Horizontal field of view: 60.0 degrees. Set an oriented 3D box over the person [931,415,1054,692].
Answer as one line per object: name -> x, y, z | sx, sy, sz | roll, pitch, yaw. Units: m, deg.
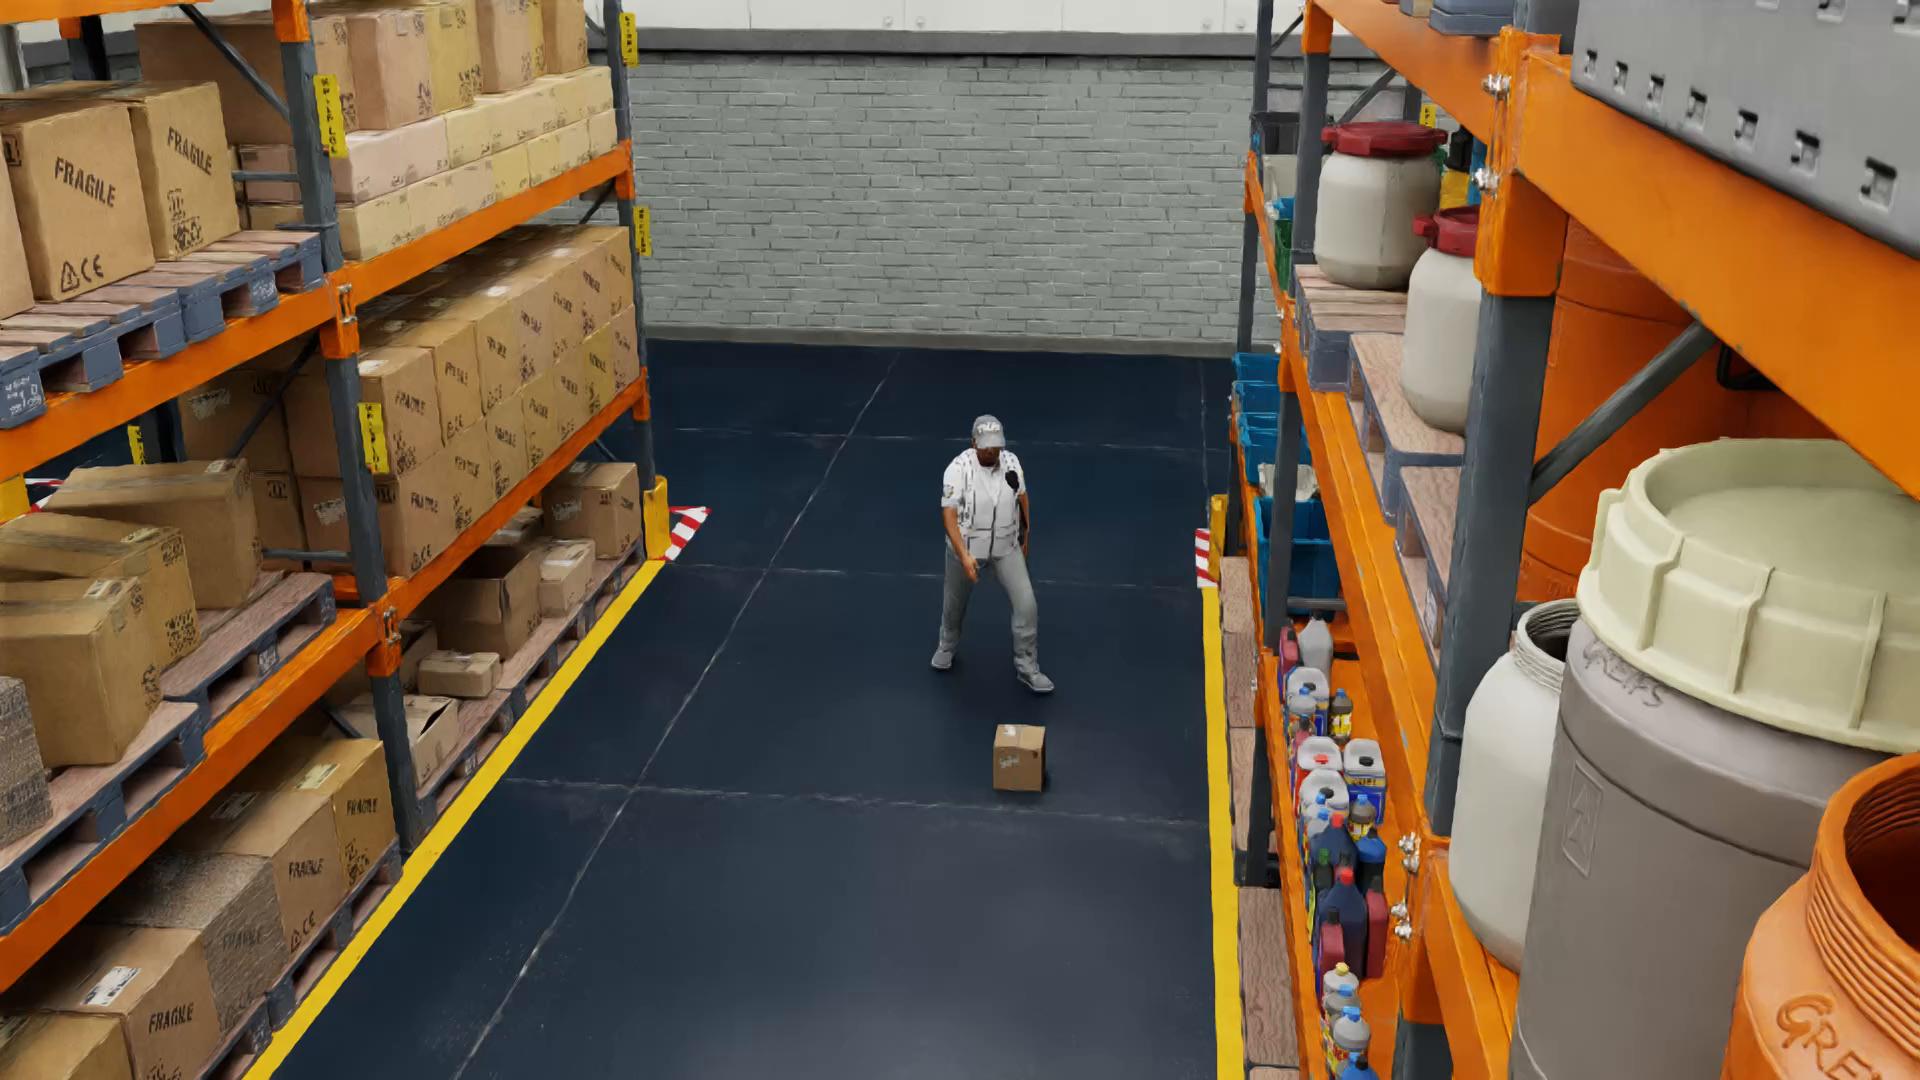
person -> 0.170, 0.033, 9.528 | 0.612, 1.615, 0.751 | -5, 22, -13
